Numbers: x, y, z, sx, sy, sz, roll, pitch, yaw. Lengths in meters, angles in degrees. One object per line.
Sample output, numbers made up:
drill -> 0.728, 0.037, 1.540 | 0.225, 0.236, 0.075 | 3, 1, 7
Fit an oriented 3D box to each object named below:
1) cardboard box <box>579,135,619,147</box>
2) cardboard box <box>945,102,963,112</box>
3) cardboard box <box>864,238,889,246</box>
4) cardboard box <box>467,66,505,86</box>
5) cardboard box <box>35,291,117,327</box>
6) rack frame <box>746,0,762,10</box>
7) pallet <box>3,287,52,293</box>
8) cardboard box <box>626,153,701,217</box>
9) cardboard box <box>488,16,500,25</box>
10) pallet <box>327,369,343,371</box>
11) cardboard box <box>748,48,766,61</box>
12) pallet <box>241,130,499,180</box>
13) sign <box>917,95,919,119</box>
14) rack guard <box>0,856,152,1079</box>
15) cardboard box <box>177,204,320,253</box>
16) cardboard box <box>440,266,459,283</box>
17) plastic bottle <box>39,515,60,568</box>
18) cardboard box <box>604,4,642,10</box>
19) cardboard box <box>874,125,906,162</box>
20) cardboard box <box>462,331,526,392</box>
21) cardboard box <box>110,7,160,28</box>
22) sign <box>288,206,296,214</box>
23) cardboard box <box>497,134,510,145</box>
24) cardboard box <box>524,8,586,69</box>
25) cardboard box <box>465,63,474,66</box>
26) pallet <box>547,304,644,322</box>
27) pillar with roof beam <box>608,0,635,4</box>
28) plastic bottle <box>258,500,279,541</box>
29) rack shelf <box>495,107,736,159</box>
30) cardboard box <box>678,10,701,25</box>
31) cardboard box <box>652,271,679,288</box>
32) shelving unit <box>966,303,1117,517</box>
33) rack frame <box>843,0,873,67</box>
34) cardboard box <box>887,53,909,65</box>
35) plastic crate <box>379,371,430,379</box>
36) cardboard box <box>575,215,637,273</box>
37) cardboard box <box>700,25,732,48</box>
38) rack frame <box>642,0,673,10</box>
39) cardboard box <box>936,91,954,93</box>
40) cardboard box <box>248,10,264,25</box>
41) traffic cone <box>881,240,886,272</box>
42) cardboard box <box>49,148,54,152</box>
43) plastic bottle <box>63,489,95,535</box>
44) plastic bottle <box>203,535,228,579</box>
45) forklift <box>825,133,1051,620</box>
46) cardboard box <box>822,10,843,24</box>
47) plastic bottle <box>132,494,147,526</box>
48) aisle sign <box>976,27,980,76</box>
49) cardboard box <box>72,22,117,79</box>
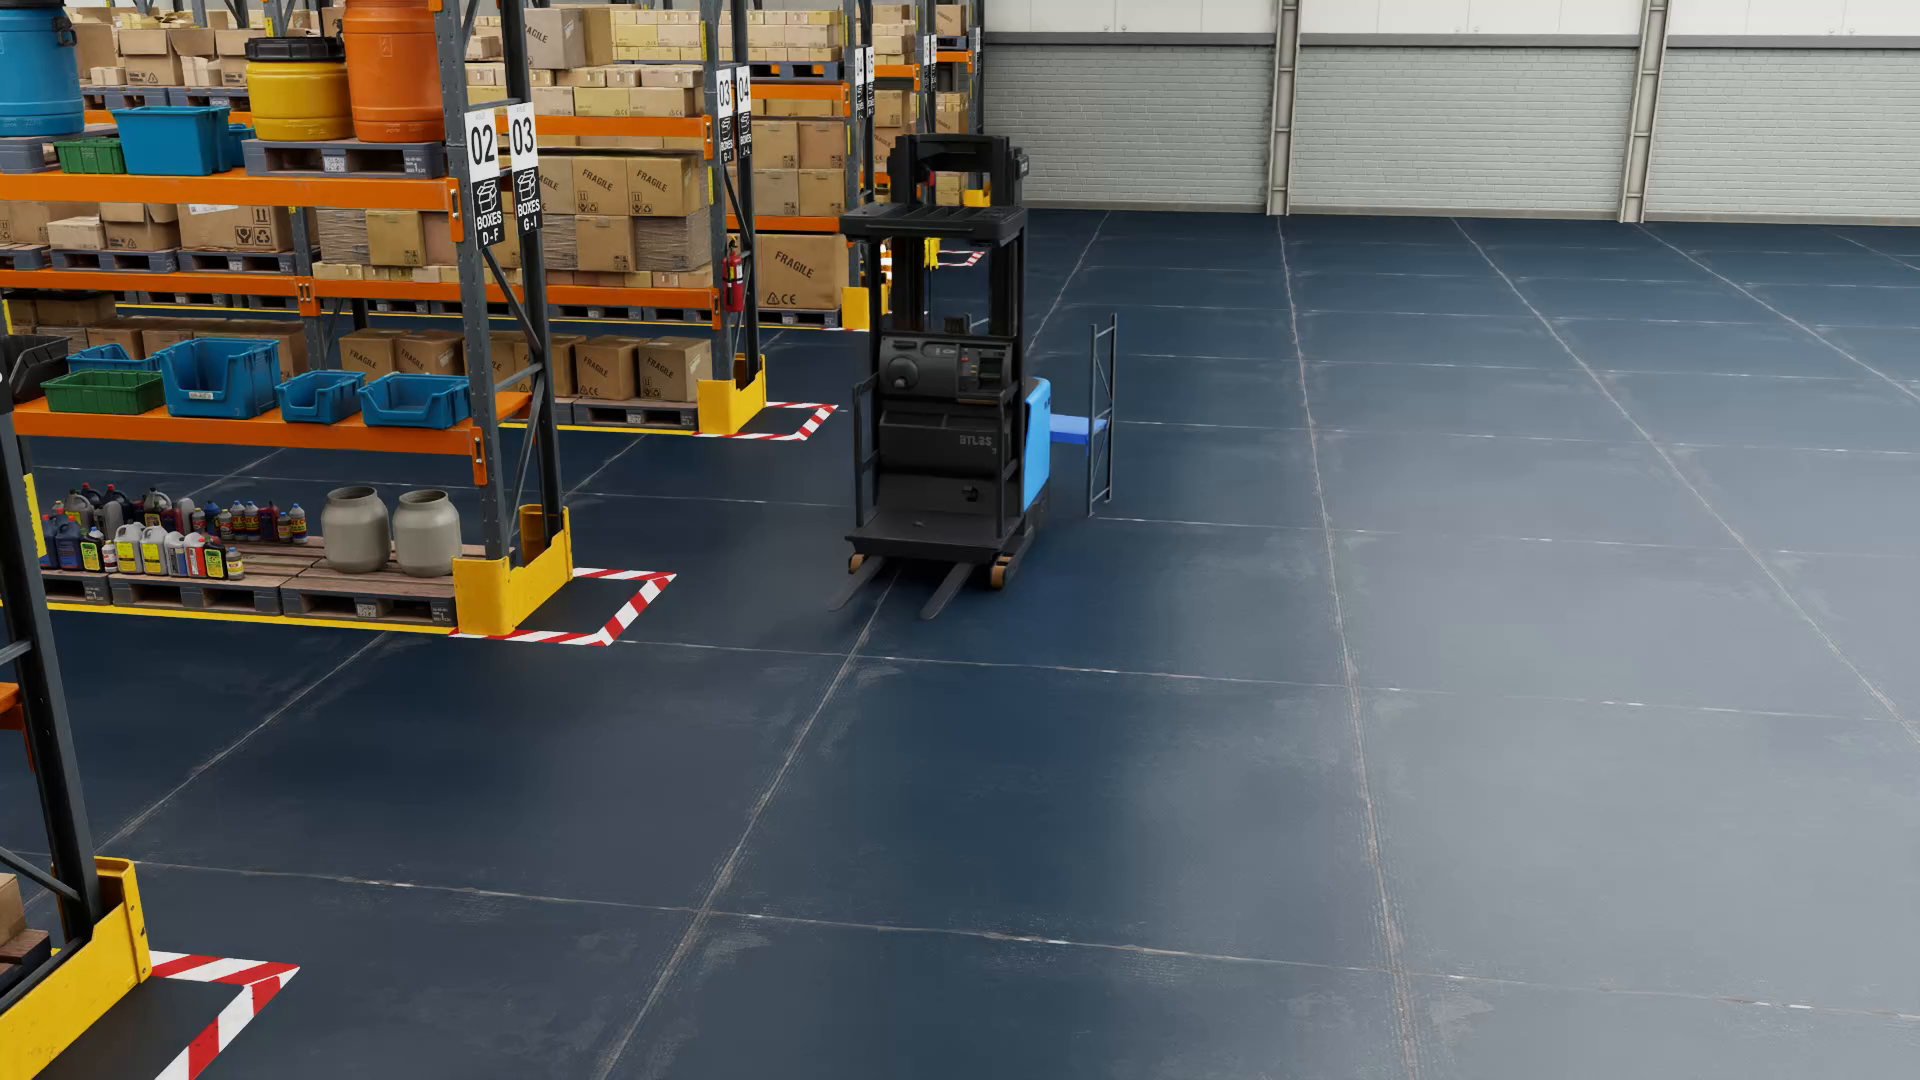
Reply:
cardboard box -> -4.208, -4.879, 20.220 | 0.550, 0.550, 0.875 | 3, 19, 9
cardboard box -> -0.097, -7.511, 28.844 | 0.250, 0.149, 0.380 | 3, 19, 9
cardboard box -> -1.358, -4.524, 24.768 | 0.500, 0.250, 0.500 | 3, 19, 8
cardboard box -> -4.190, -4.139, 14.827 | 0.250, 0.149, 0.380 | 3, 19, 10
cardboard box -> -8.773, -2.300, 16.514 | 0.500, 0.250, 0.500 | 5, 19, 15
rack frame -> -3.659, -10.273, 28.823 | 0.127, 3.000, 1.000 | 3, 19, 9
pallet -> -12.258, -3.358, 22.006 | 1.213, 0.211, 1.003 | 3, 19, 9
cardboard box -> -2.648, -3.179, 14.875 | 0.500, 0.500, 0.500 | 3, 19, 9
cardboard box -> -8.238, -9.281, 29.727 | 0.250, 0.149, 0.380 | 2, 19, 7
pallet -> -6.784, -1.484, 16.406 | 1.213, 0.211, 1.003 | 3, 19, 9
cardboard box -> -2.313, -5.614, 19.204 | 0.250, 0.149, 0.380 | 3, 19, 9
pallet -> -3.652, -2.420, 10.378 | 1.213, 0.211, 1.003 | 3, 19, 9
sign -> -0.601, -6.197, 23.774 | 0.005, 0.325, 0.100 | 3, 19, 9
rack guard -> -3.617, 1.724, 6.364 | 0.348, 0.500, 1.175 | 3, 19, 9
cardboard box -> -6.777, -3.335, 15.936 | 1.000, 1.000, 1.000 | 3, 19, 9
cardboard box -> -4.612, -2.488, 15.408 | 0.250, 0.149, 0.380 | 3, 19, 9
plastic bottle -> -6.069, 0.002, 11.050 | 0.185, 0.351, 0.144 | 3, 19, 10
cardboard box -> -5.927, -9.181, 29.312 | 0.500, 0.500, 0.500 | 3, 19, 10
cardboard box -> -1.073, -5.800, 24.285 | 0.500, 0.500, 0.500 | 3, 19, 8
cardboard box -> -4.434, -1.716, 15.981 | 0.500, 0.500, 0.500 | 1, 19, 4
cardboard box -> -12.889, -8.087, 26.040 | 0.500, 0.500, 0.500 | 3, 19, 10
sign -> -6.099, -3.143, 15.143 | 0.005, 0.325, 0.100 | 3, 19, 9
cardboard box -> -5.619, -4.861, 20.371 | 0.500, 0.500, 0.700 | 3, 19, 8
cardboard box -> -3.636, -4.413, 14.624 | 0.500, 0.500, 0.500 | 3, 19, 9
cardboard box -> -4.618, -4.313, 15.346 | 0.250, 0.149, 0.380 | 4, 19, 11
pallet -> -4.390, -2.931, 20.731 | 1.213, 0.211, 1.003 | 3, 19, 9
pillar with roof beam -> -6.861, -9.342, 26.041 | 0.400, 9.000, 9.100 | 3, 19, 9
plastic bottle -> -4.812, -0.141, 11.585 | 0.133, 0.283, 0.061 | 3, 19, 10
rack shelf -> -4.040, -3.748, 15.185 | 4.000, 0.370, 1.077 | 3, 19, 9
cardboard box -> -3.071, -6.031, 19.192 | 0.250, 0.149, 0.380 | 3, 19, 9
cardboard box -> -2.626, -2.410, 15.173 | 0.250, 0.149, 0.380 | 3, 19, 9
shelving unit -> 0.626, -1.028, 13.012 | 1.048, 1.500, 0.538 | 8, 20, 23
rack frame -> -1.179, -6.960, 18.923 | 0.127, 3.000, 1.000 | 3, 19, 9
cardboard box -> -0.890, -6.905, 23.880 | 0.250, 0.149, 0.380 | 3, 19, 9
plastic crate -> -3.684, -1.035, 11.086 | 0.250, 0.136, 0.298 | 3, 19, 9
cardboard box -> -3.117, -2.779, 15.254 | 0.500, 0.500, 0.875 | 3, 19, 9
cardboard box -> -2.696, -5.842, 19.257 | 0.500, 0.250, 0.500 | 3, 19, 8
rack frame -> -4.443, -8.717, 24.174 | 0.127, 3.000, 1.000 | 3, 19, 9
cardboard box -> -0.260, -7.839, 29.356 | 0.250, 0.149, 0.380 | 4, 19, 11
cardboard box -> -12.597, -9.532, 30.318 | 0.500, 0.250, 0.500 | 3, 19, 8
traffic cone -> -1.123, -4.085, 23.784 | 0.334, 0.463, 0.336 | 3, 19, 9
cardboard box -> -11.168, -4.840, 20.838 | 0.250, 0.149, 0.380 | 3, 19, 10
plastic bottle -> -6.142, -0.181, 11.598 | 0.185, 0.351, 0.144 | 3, 19, 9
plastic bottle -> -4.852, 0.110, 10.836 | 0.133, 0.283, 0.061 | 3, 19, 10
forklift -> -0.149, -1.186, 11.230 | 1.130, 2.935, 3.031 | 4, 19, 13
cardboard box -> -1.458, -6.160, 19.578 | 0.250, 0.149, 0.380 | 3, 19, 9
plastic bottle -> -5.762, -0.189, 11.730 | 0.133, 0.283, 0.061 | 4, 19, 12
aisle sign -> 0.308, -8.364, 28.475 | 0.004, 0.787, 0.394 | 3, 19, 9
cardboard box -> -8.459, -4.678, 15.885 | 0.500, 0.500, 0.500 | 3, 19, 10
